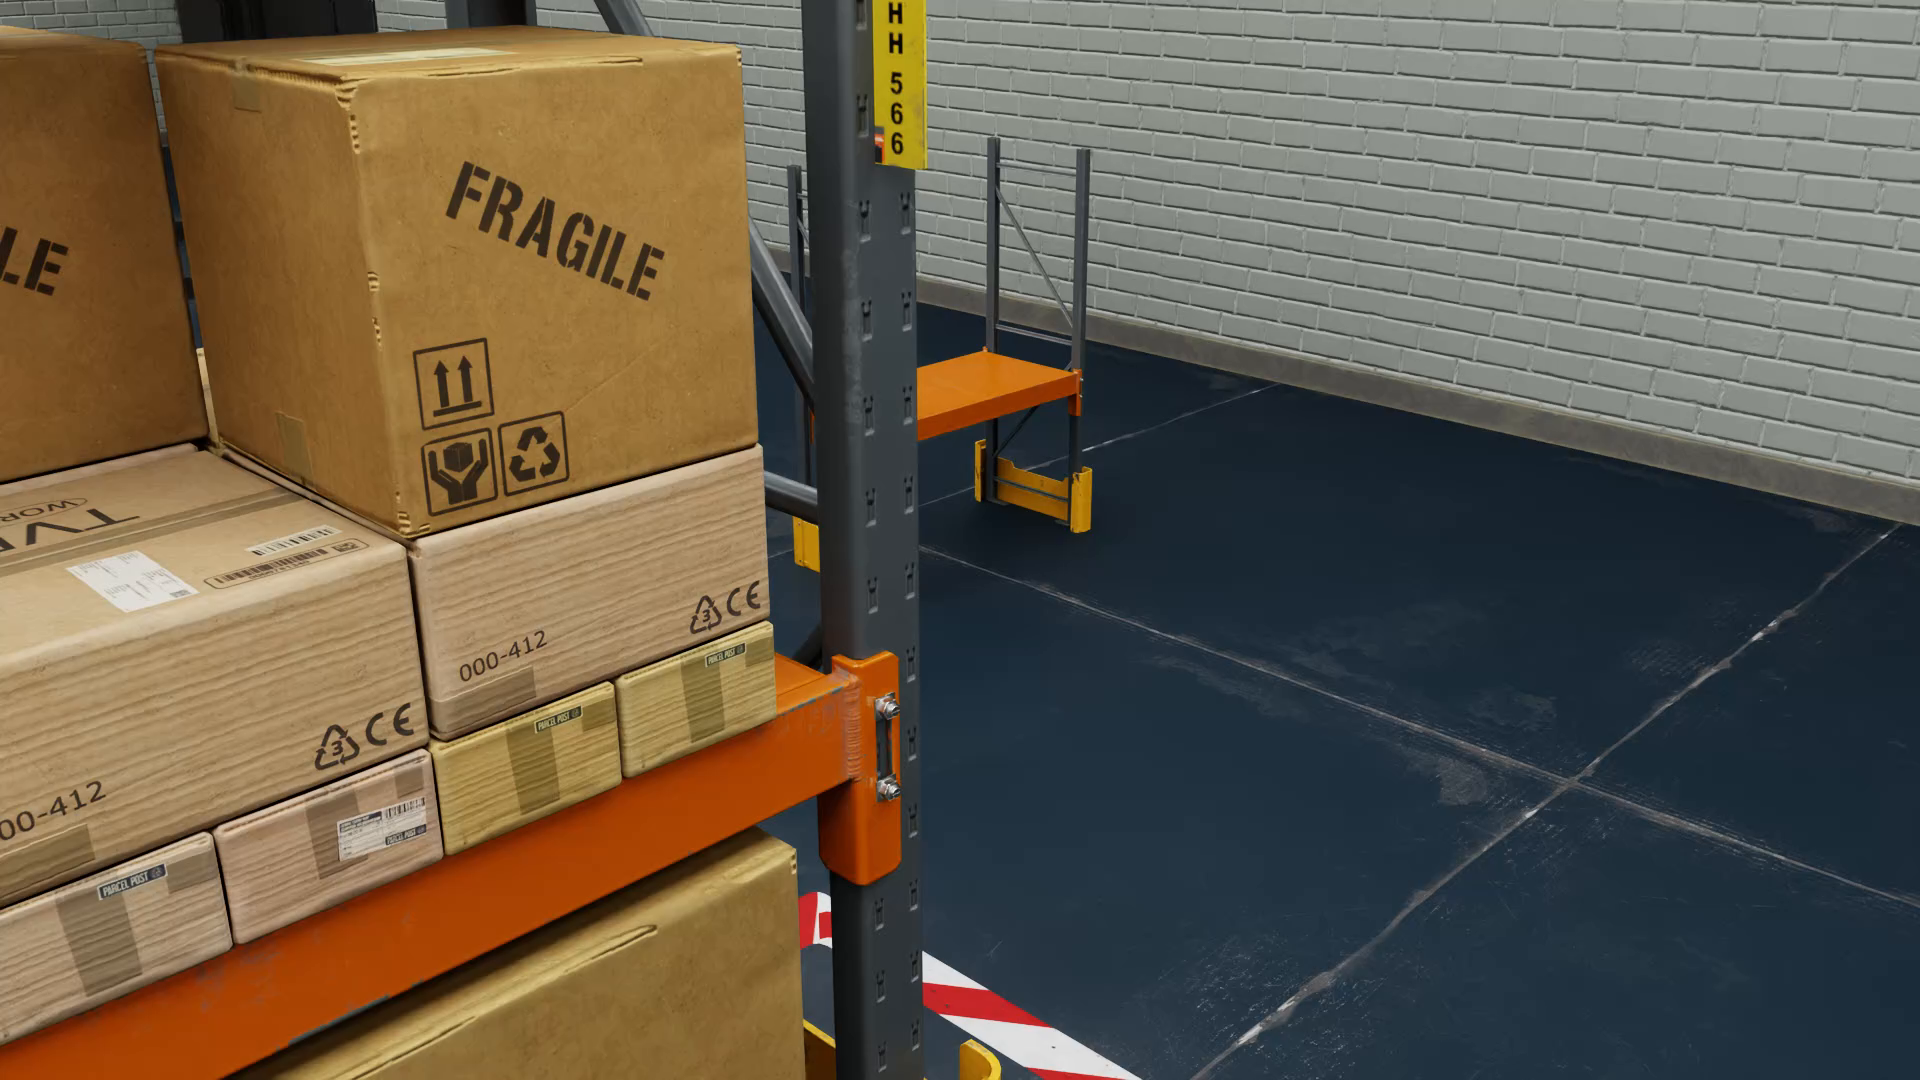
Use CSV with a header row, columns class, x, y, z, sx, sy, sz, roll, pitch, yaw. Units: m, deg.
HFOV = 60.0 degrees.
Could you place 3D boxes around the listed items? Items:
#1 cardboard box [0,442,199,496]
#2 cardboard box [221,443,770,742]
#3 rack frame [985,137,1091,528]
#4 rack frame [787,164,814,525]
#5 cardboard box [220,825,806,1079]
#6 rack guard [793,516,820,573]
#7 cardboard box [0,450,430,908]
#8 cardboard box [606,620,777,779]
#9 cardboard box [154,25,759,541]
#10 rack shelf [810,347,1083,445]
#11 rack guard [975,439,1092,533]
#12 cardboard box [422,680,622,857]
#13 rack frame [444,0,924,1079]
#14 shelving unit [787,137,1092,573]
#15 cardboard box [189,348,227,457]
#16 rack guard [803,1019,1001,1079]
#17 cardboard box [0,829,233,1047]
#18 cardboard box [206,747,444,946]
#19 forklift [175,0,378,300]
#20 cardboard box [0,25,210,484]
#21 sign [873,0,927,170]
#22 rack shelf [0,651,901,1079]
class,x,y,z,sx,sy,sz,roll,pitch,yaw
cardboard box,-1.345,-0.006,2.203,0.500,0.250,0.500,19,28,40
cardboard box,-0.607,-0.006,2.204,0.500,0.250,0.500,19,28,40
rack frame,0.295,-0.809,6.588,0.500,1.500,0.032,19,28,41
rack frame,-0.414,-0.547,5.908,0.500,1.500,0.032,19,28,41
cardboard box,-0.848,0.852,2.553,0.875,0.875,0.875,19,28,41
rack guard,-0.401,0.031,6.146,0.587,0.250,0.087,19,28,41
cardboard box,-0.961,0.124,1.865,0.500,0.250,0.500,19,28,40
cardboard box,-0.471,0.163,2.319,0.250,0.149,0.380,-20,28,-41
cardboard box,-0.610,-0.356,2.069,0.500,0.500,0.500,20,29,41
rack shelf,-0.060,-0.510,6.313,0.538,0.185,1.000,19,28,41
rack guard,0.294,-0.225,6.812,0.587,0.250,0.087,19,28,41
cardboard box,-0.651,0.230,2.145,0.380,0.149,0.250,20,28,41
rack frame,-0.459,-0.128,2.727,1.000,3.000,0.127,19,28,41
shelving unit,-0.053,-0.680,6.254,0.587,1.500,1.083,19,28,41
cardboard box,-0.987,-0.141,2.555,0.500,0.250,0.500,18,28,39
rack guard,-0.442,1.033,3.191,1.175,0.500,0.348,19,28,41
cardboard box,-1.003,0.359,1.810,0.250,0.149,0.380,-20,28,-41
cardboard box,-0.828,0.295,1.976,0.380,0.149,0.250,19,28,41
forklift,-2.510,-1.048,5.217,3.031,2.935,1.130,-7,22,-17
cardboard box,-1.336,-0.363,2.086,0.500,0.500,0.500,18,28,39
sign,-0.080,-0.640,2.114,0.100,0.325,0.005,19,28,41
rack shelf,-1.854,0.722,1.518,1.077,0.370,4.000,19,28,41
